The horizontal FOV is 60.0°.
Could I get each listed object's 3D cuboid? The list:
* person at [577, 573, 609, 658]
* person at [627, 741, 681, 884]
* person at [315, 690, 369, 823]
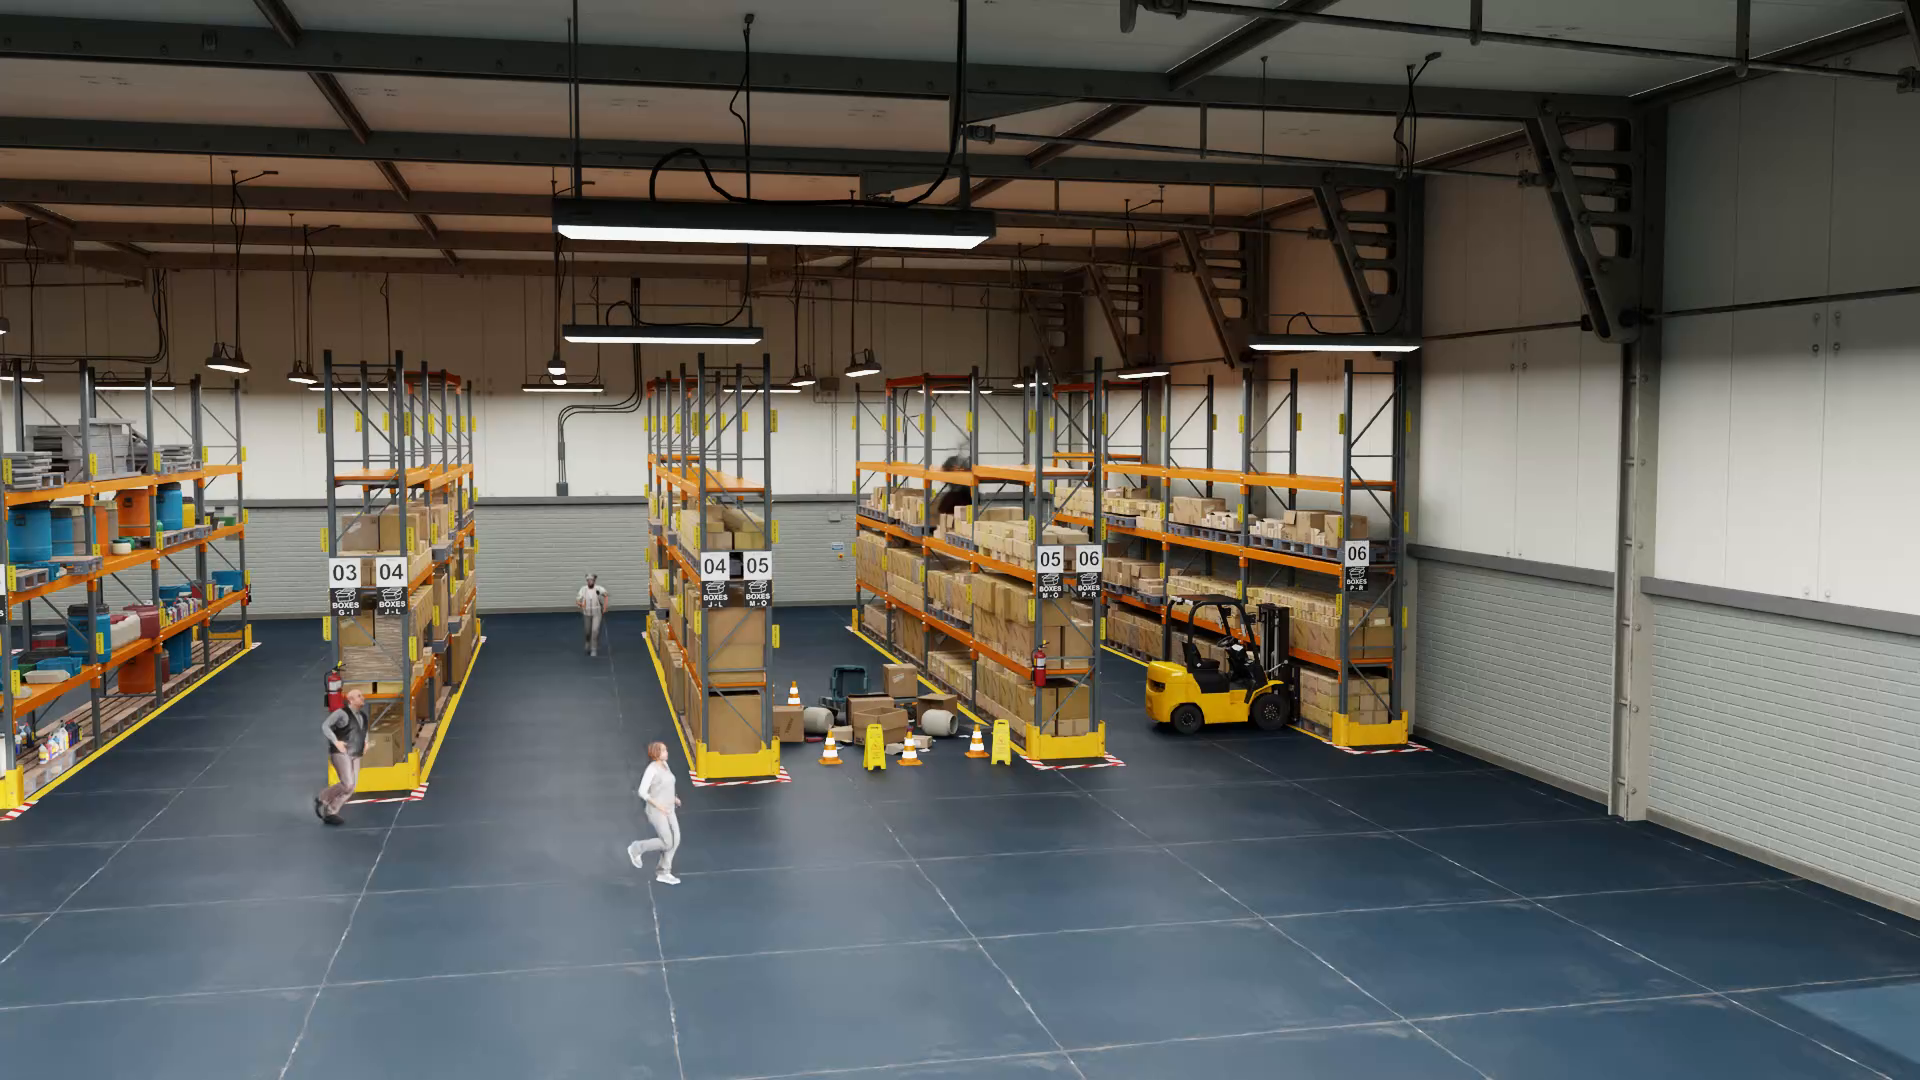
[{"bbox_3d":[-7.978,1.607,36.133,0.672,1.800,0.969,0,4,-5],"label":"person"},{"bbox_3d":[-3.309,2.969,18.168,0.546,1.561,0.537,1,4,17],"label":"person"},{"bbox_3d":[-7.758,2.719,21.044,0.572,1.636,0.715,2,4,23],"label":"person"}]
